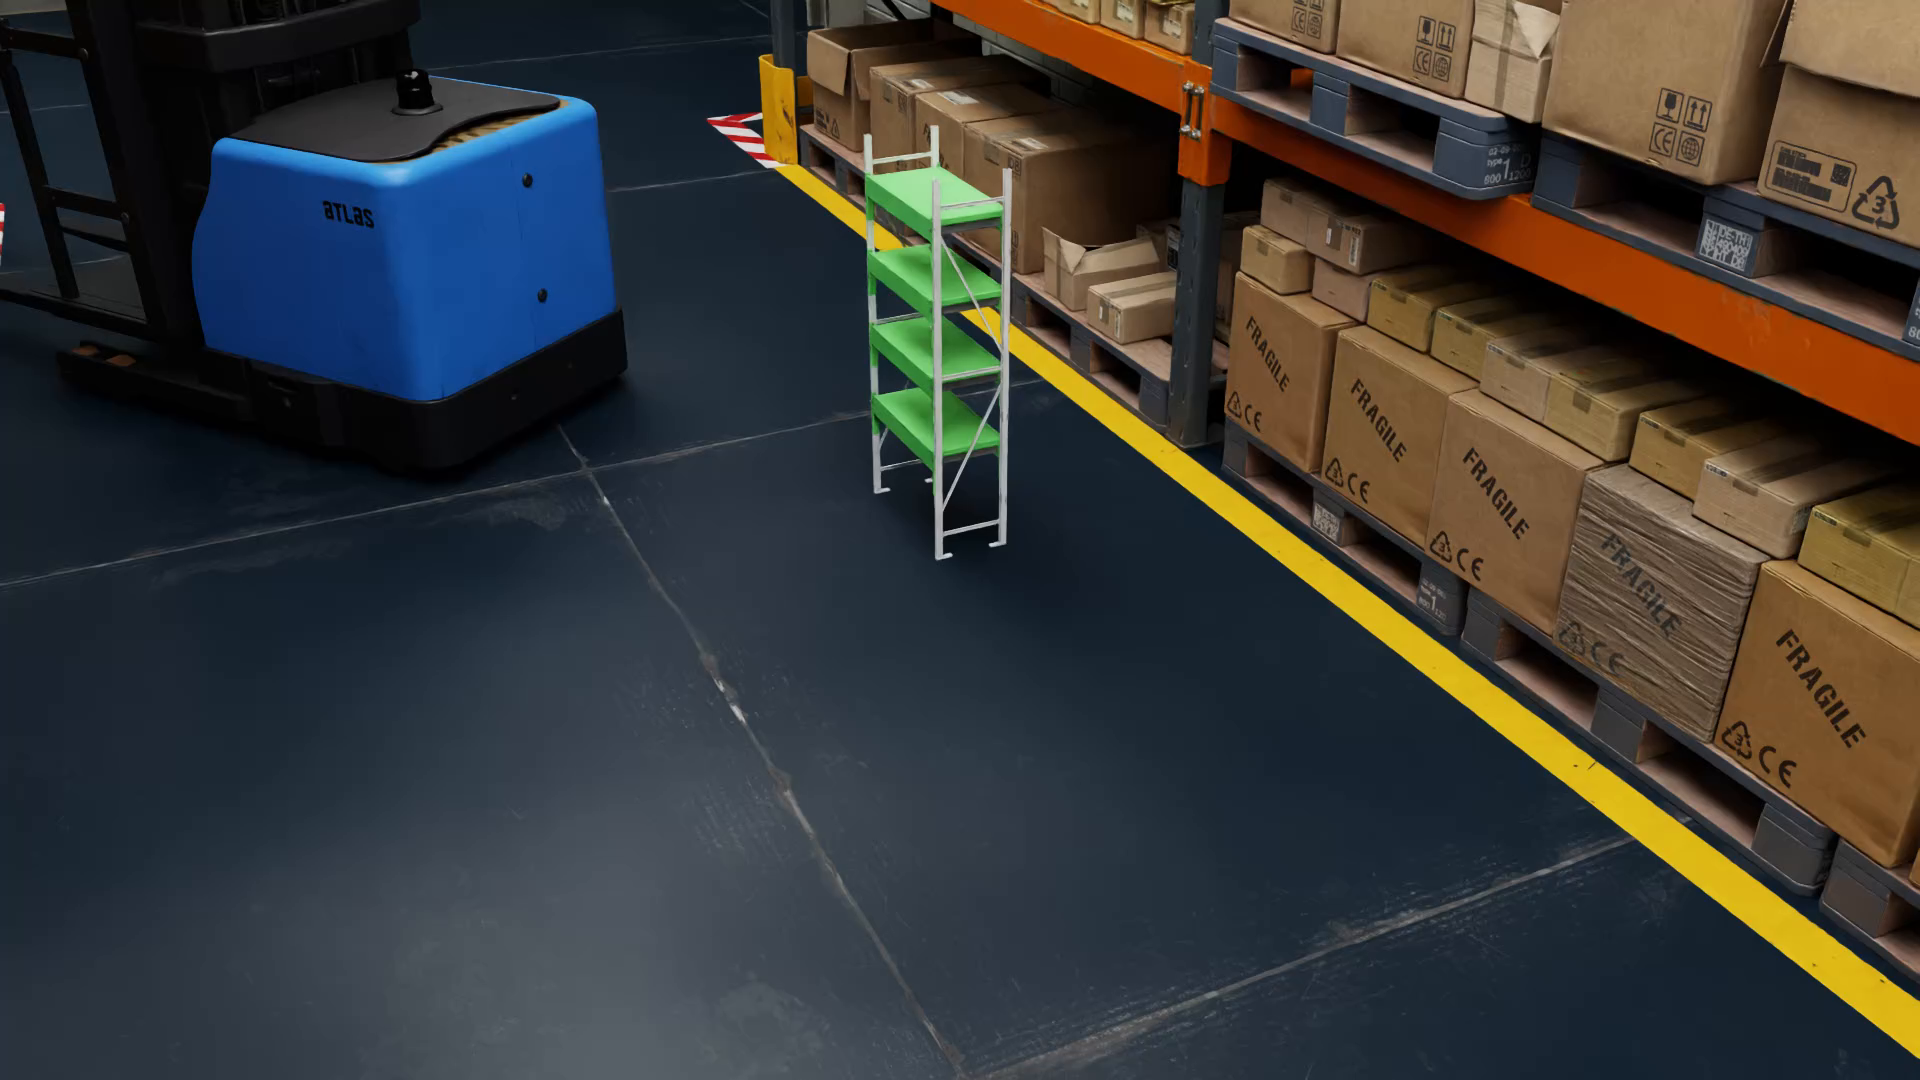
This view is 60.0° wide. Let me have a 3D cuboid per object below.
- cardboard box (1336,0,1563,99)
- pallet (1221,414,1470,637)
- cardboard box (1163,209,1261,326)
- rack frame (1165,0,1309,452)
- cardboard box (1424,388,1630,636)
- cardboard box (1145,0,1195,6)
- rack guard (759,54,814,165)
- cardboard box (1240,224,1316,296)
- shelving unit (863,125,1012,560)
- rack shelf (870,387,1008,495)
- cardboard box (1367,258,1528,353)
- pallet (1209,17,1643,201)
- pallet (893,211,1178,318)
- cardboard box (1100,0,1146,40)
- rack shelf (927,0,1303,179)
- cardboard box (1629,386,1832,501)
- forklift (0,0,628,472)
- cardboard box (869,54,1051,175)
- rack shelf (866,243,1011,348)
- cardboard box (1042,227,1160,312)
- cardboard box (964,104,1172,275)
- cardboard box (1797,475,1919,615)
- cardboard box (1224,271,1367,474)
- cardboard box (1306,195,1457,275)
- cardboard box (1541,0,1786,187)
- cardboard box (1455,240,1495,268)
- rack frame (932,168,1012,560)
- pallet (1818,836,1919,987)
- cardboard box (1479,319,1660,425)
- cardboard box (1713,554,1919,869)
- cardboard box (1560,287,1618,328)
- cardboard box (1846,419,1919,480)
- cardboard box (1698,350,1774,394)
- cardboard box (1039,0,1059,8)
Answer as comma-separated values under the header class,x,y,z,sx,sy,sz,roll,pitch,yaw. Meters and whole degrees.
class,x,y,z,sx,sy,sz,roll,pitch,yaw
cardboard box,1.433,-1.485,4.299,0.700,0.500,0.500,-13,32,-21
pallet,1.588,-0.180,5.355,1.003,0.211,1.213,-13,32,-22
cardboard box,1.134,-1.099,6.463,0.500,0.311,0.500,-12,31,-20
rack frame,1.205,-1.747,5.299,1.000,3.000,0.127,-13,32,-22
cardboard box,1.657,-0.125,4.532,0.500,0.500,0.500,-14,32,-23
cardboard box,0.766,-1.985,5.573,0.500,0.250,0.500,-12,32,-21
rack guard,-0.480,-2.390,9.002,1.175,0.500,0.348,-13,32,-22
cardboard box,1.118,-0.909,5.267,0.380,0.149,0.250,-12,31,-20
shelving unit,-0.071,-0.596,5.087,0.258,1.200,0.503,-13,32,-22
rack shelf,-0.071,-0.331,5.236,0.258,0.148,0.480,-13,32,-22
cardboard box,1.428,-0.692,4.880,0.380,0.149,0.250,-15,33,-25
pallet,1.449,-1.288,4.676,1.003,0.211,1.213,-13,32,-22
pallet,0.383,-1.374,7.485,1.003,0.211,1.213,-13,32,-22
cardboard box,0.708,-1.836,5.714,0.380,0.149,0.250,-12,32,-21
rack shelf,0.346,-2.317,7.051,1.077,0.370,4.000,-13,32,-22
cardboard box,1.878,-0.232,4.060,0.380,0.149,0.250,-13,32,-22
forklift,-2.796,-2.008,5.834,3.031,2.935,1.130,15,32,24
cardboard box,-0.004,-1.931,7.754,0.700,0.500,0.500,-12,31,-20
rack shelf,-0.071,-0.750,5.001,0.258,0.148,0.480,-13,32,-22
cardboard box,0.547,-1.080,6.475,0.396,0.266,0.258,-12,31,-20
cardboard box,0.442,-1.473,6.936,0.700,0.500,0.500,-14,32,-24
cardboard box,2.083,0.003,3.641,0.380,0.149,0.250,-14,32,-23
cardboard box,1.209,-0.579,5.343,0.500,0.500,0.500,-12,31,-20
cardboard box,1.273,-0.934,5.007,0.380,0.149,0.250,-15,32,-24
cardboard box,1.769,-1.138,3.681,0.700,0.500,0.500,-13,32,-22
cardboard box,1.741,-0.906,5.262,0.380,0.149,0.250,-13,32,-22
rack frame,0.034,-0.489,4.895,0.240,1.200,0.015,-13,32,-22
pallet,2.635,0.898,3.432,1.003,0.211,1.213,-13,32,-22
cardboard box,1.631,-0.455,4.458,0.380,0.149,0.250,-13,32,-22
cardboard box,2.114,0.331,3.719,0.500,0.500,0.500,-12,31,-20
cardboard box,1.987,-0.693,4.882,0.380,0.149,0.250,-15,32,-24
cardboard box,2.376,-0.212,4.024,0.380,0.149,0.250,-13,32,-22
cardboard box,2.217,-0.458,4.464,0.380,0.149,0.250,-13,32,-21
cardboard box,0.487,-2.067,6.127,0.380,0.149,0.250,-12,32,-21
